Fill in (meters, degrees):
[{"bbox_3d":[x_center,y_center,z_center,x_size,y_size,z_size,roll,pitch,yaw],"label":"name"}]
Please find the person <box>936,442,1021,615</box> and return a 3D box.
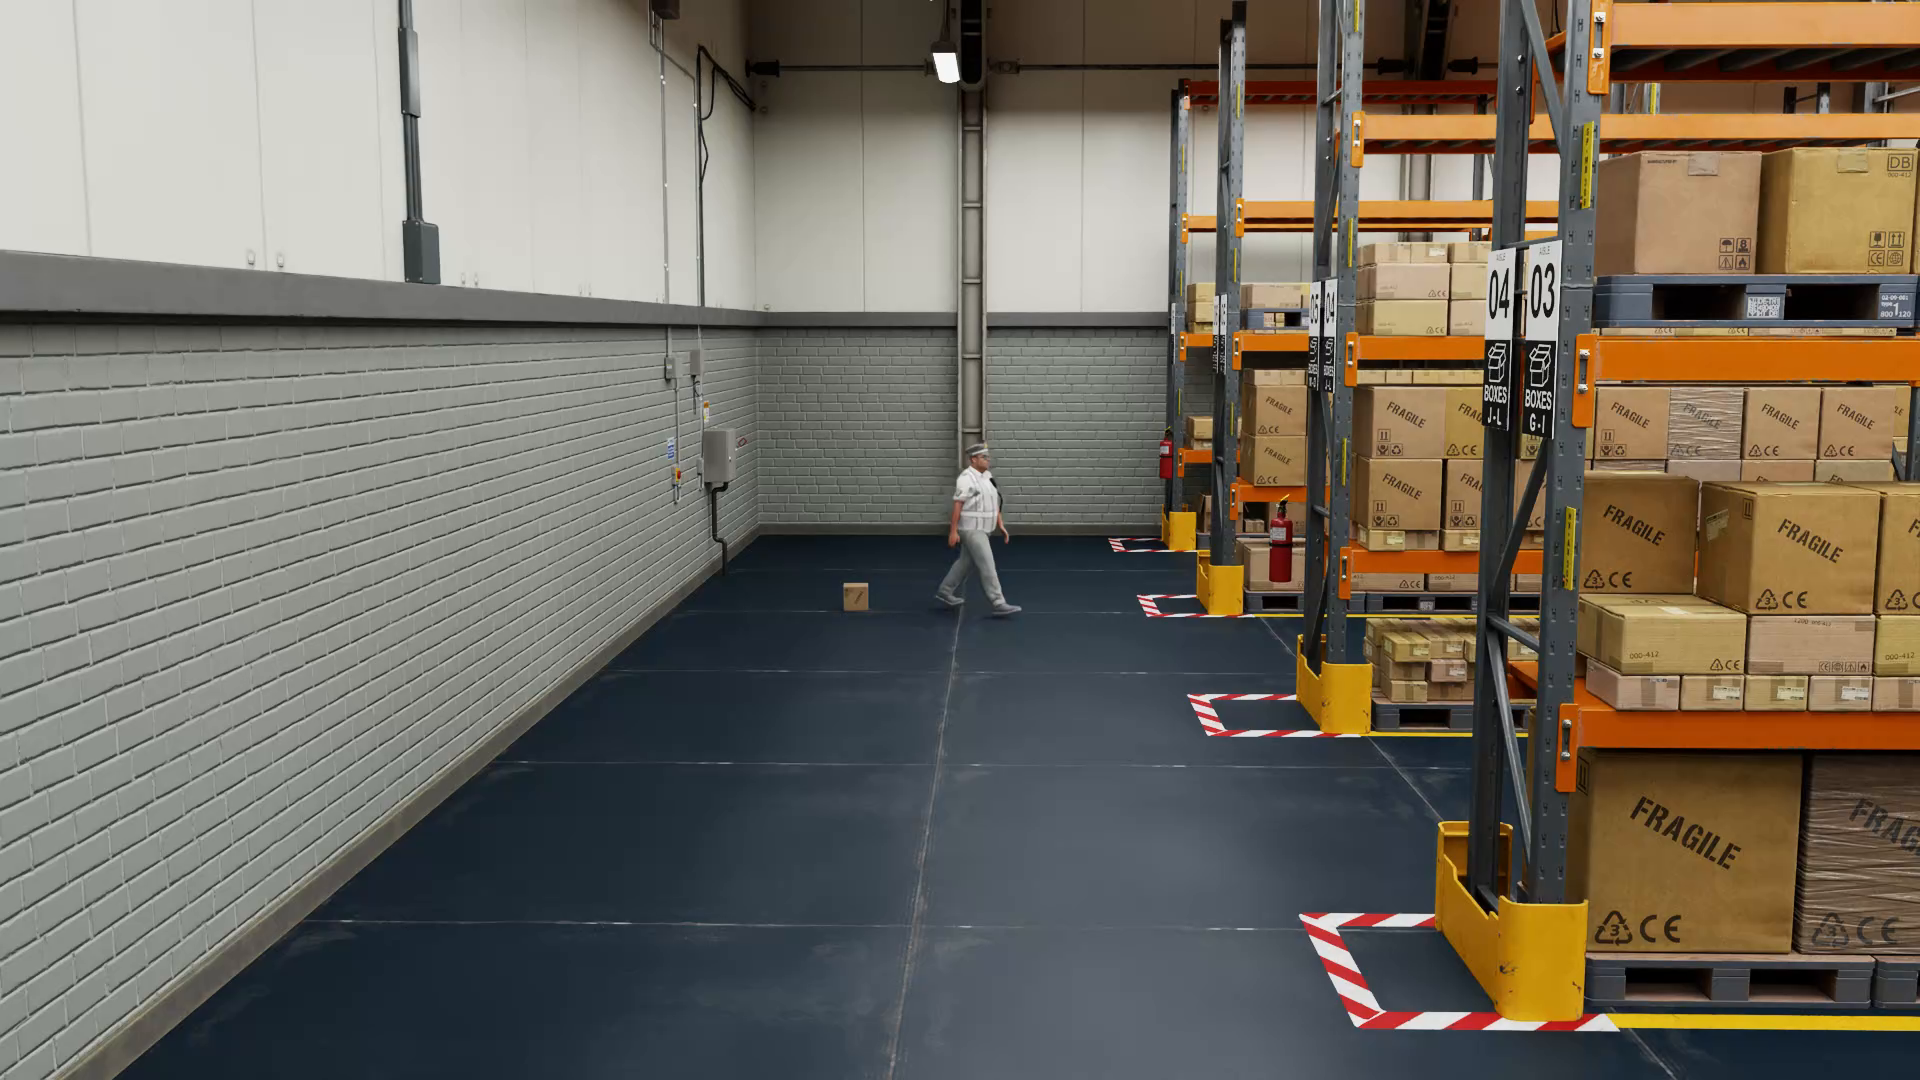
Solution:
[{"bbox_3d":[0.195,-0.128,16.731,1.055,1.725,0.565,4,8,28],"label":"person"}]
